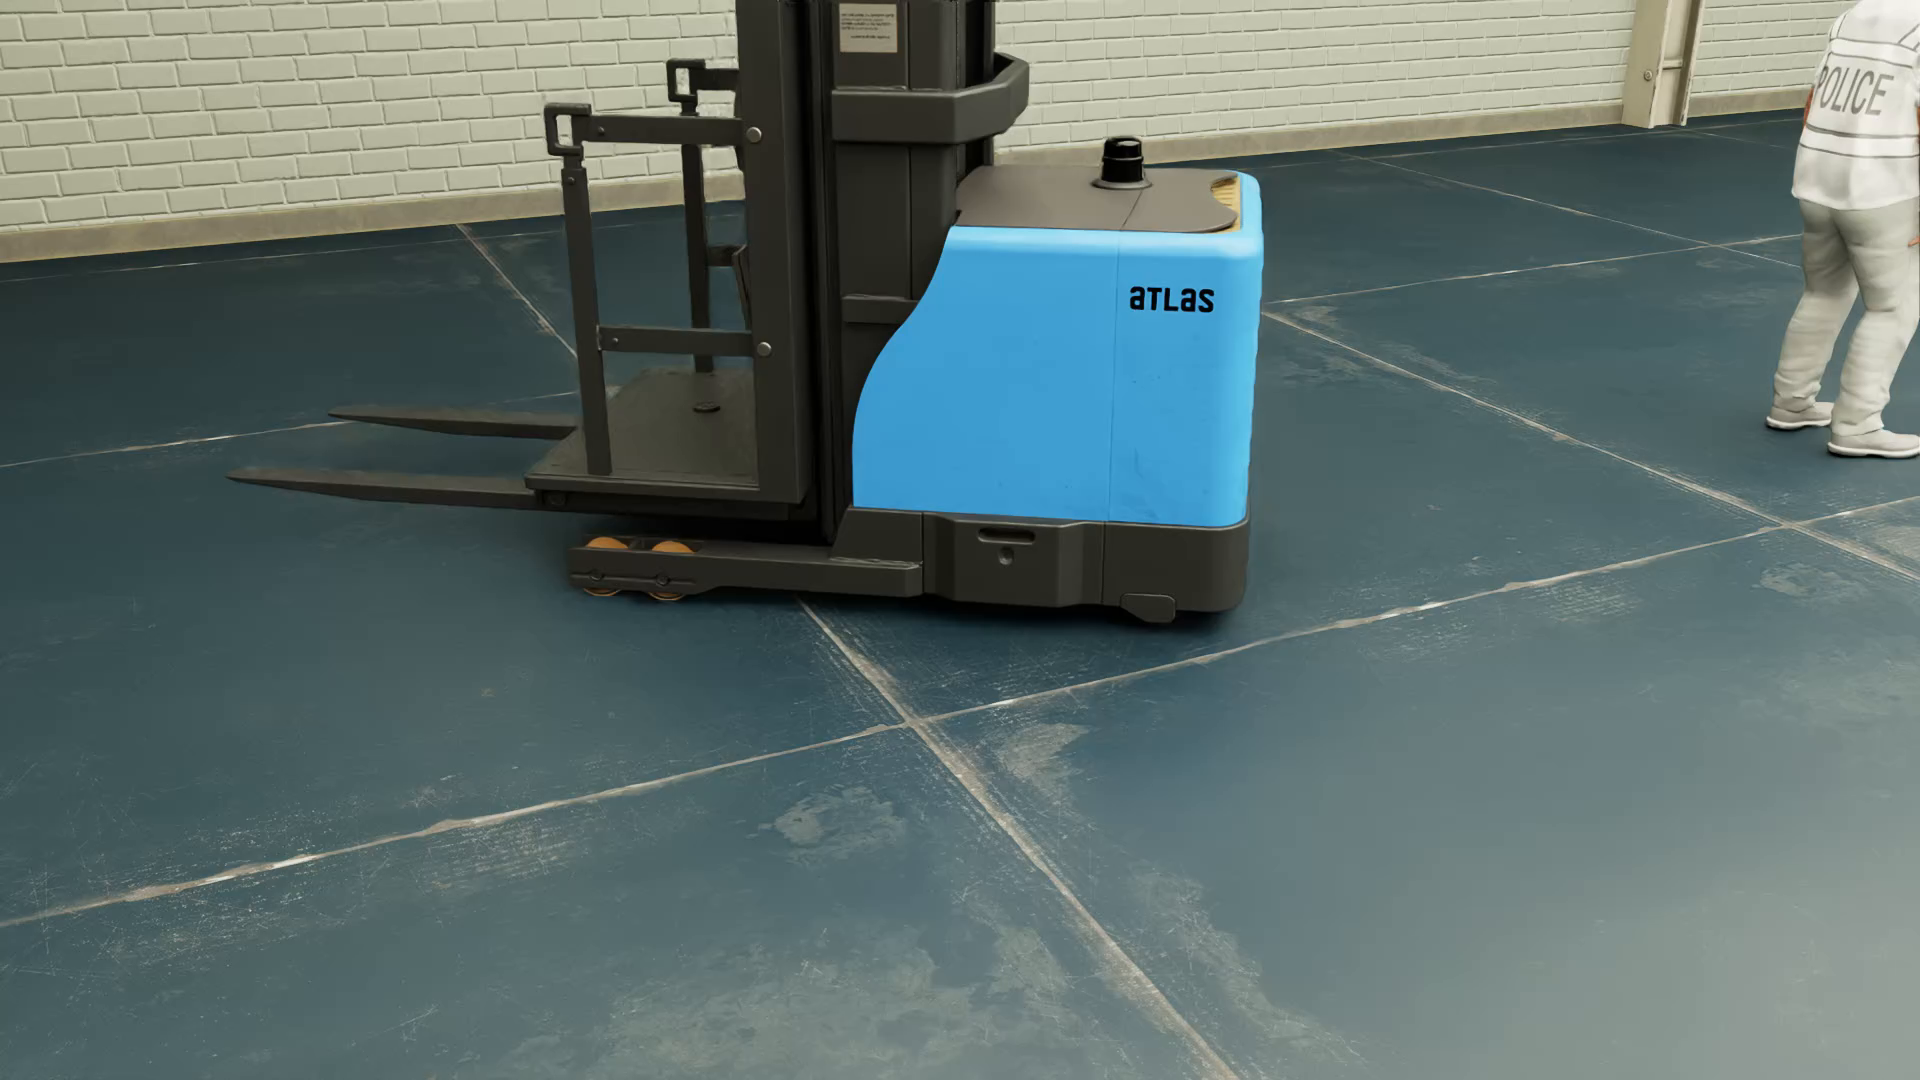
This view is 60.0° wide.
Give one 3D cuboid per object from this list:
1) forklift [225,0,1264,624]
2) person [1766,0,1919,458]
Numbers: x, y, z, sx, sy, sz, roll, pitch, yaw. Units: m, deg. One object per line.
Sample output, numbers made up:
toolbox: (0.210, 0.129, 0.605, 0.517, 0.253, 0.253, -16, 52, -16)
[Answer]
forklift: (-0.659, -1.376, 4.598, 3.031, 2.935, 1.130, 3, 23, 8)
person: (3.096, -1.179, 5.668, 0.440, 1.747, 0.585, -7, 24, -16)
